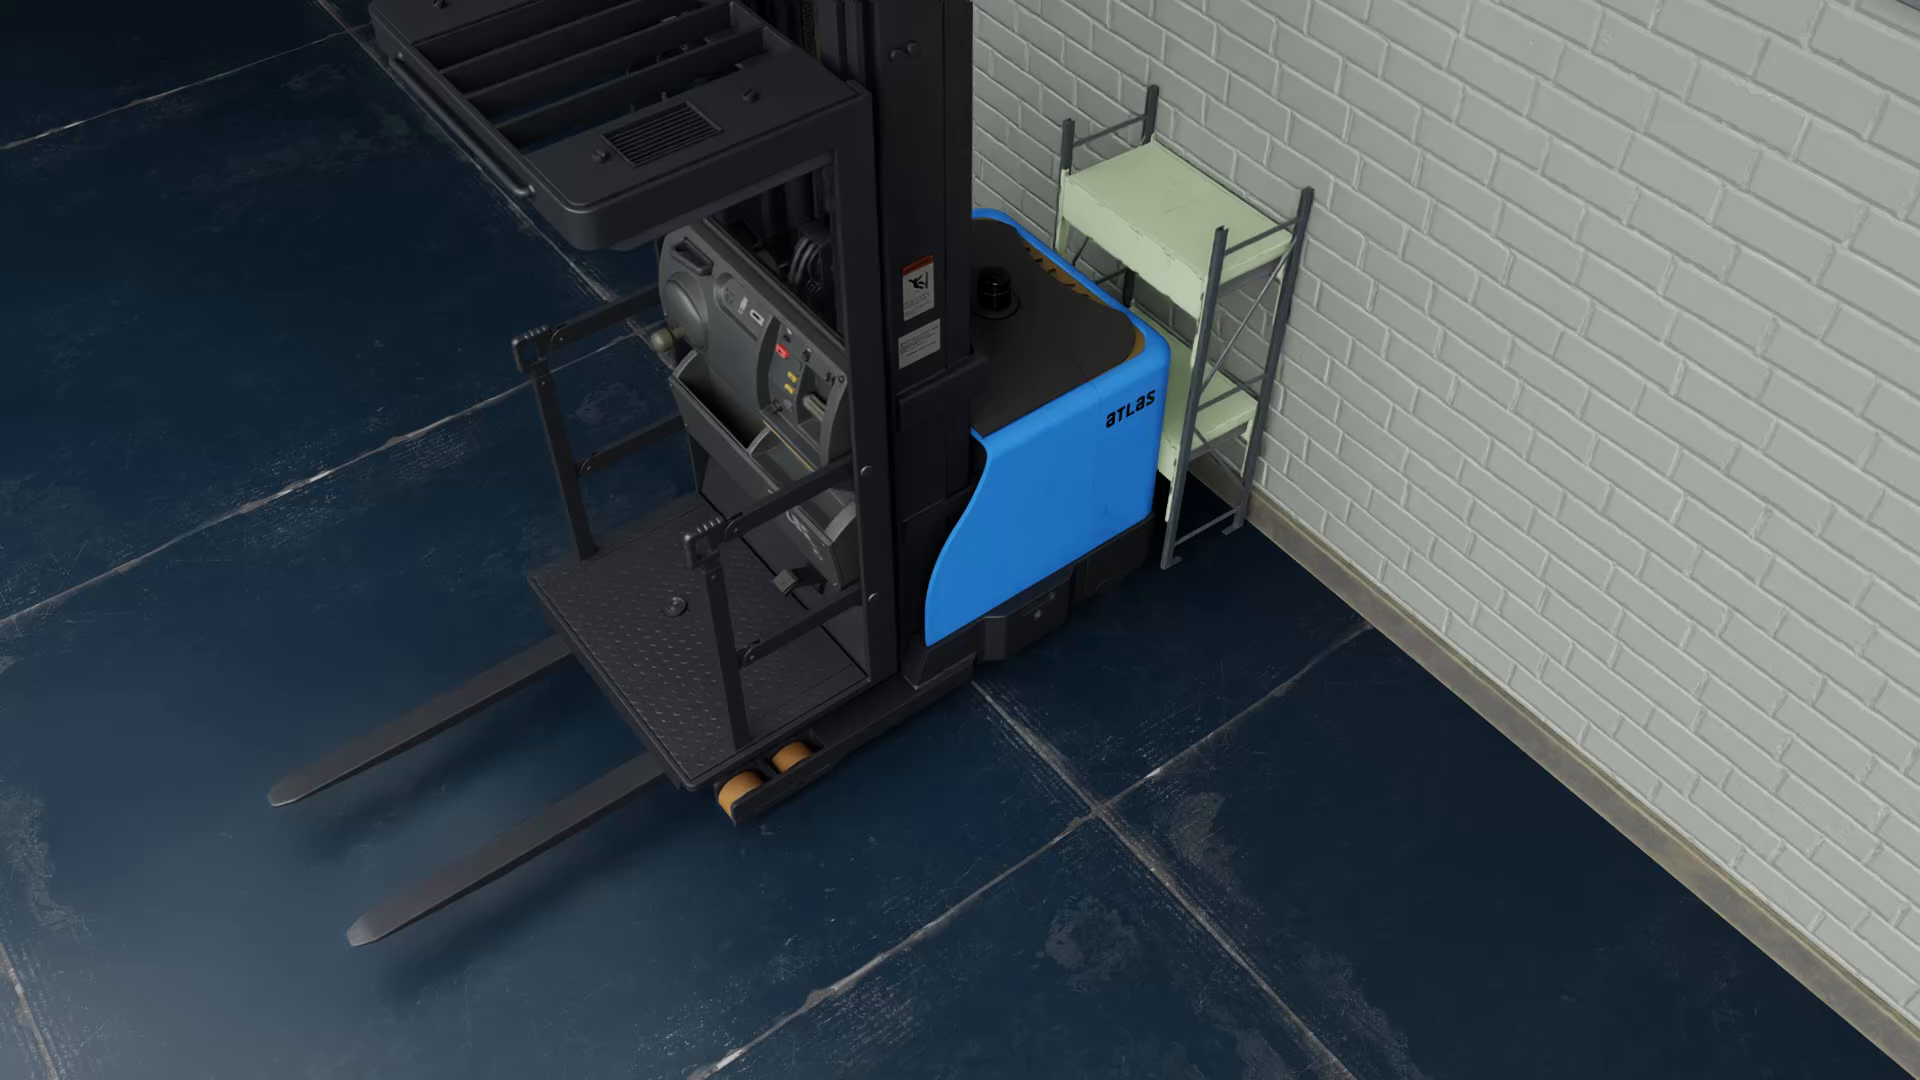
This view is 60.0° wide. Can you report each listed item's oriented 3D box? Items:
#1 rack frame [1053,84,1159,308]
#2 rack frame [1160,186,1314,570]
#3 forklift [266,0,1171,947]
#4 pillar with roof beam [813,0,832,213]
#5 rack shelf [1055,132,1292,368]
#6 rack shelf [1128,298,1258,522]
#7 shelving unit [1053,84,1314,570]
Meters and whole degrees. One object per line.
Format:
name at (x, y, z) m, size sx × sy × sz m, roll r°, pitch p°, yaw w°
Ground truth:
rack frame at (0.485, -0.929, 6.064) m, size 0.400 × 1.500 × 0.023 m, roll -27°, pitch 53°, yaw -26°
rack frame at (0.923, -0.500, 5.664) m, size 0.400 × 1.500 × 0.023 m, roll -27°, pitch 53°, yaw -26°
forklift at (-0.776, -0.519, 4.742) m, size 3.031 × 2.935 × 1.130 m, roll -29°, pitch 54°, yaw -24°
pillar with roof beam at (-3.852, -2.502, 2.444) m, size 9.100 × 9.000 × 0.400 m, roll -29°, pitch 54°, yaw -24°
rack shelf at (0.714, -0.986, 5.584) m, size 0.431 × 0.370 × 0.720 m, roll -27°, pitch 53°, yaw -26°
rack shelf at (0.695, -0.487, 6.098) m, size 0.431 × 0.370 × 0.720 m, roll -27°, pitch 53°, yaw -26°
shelving unit at (0.704, -0.714, 5.864) m, size 0.431 × 1.500 × 0.755 m, roll -27°, pitch 53°, yaw -26°
